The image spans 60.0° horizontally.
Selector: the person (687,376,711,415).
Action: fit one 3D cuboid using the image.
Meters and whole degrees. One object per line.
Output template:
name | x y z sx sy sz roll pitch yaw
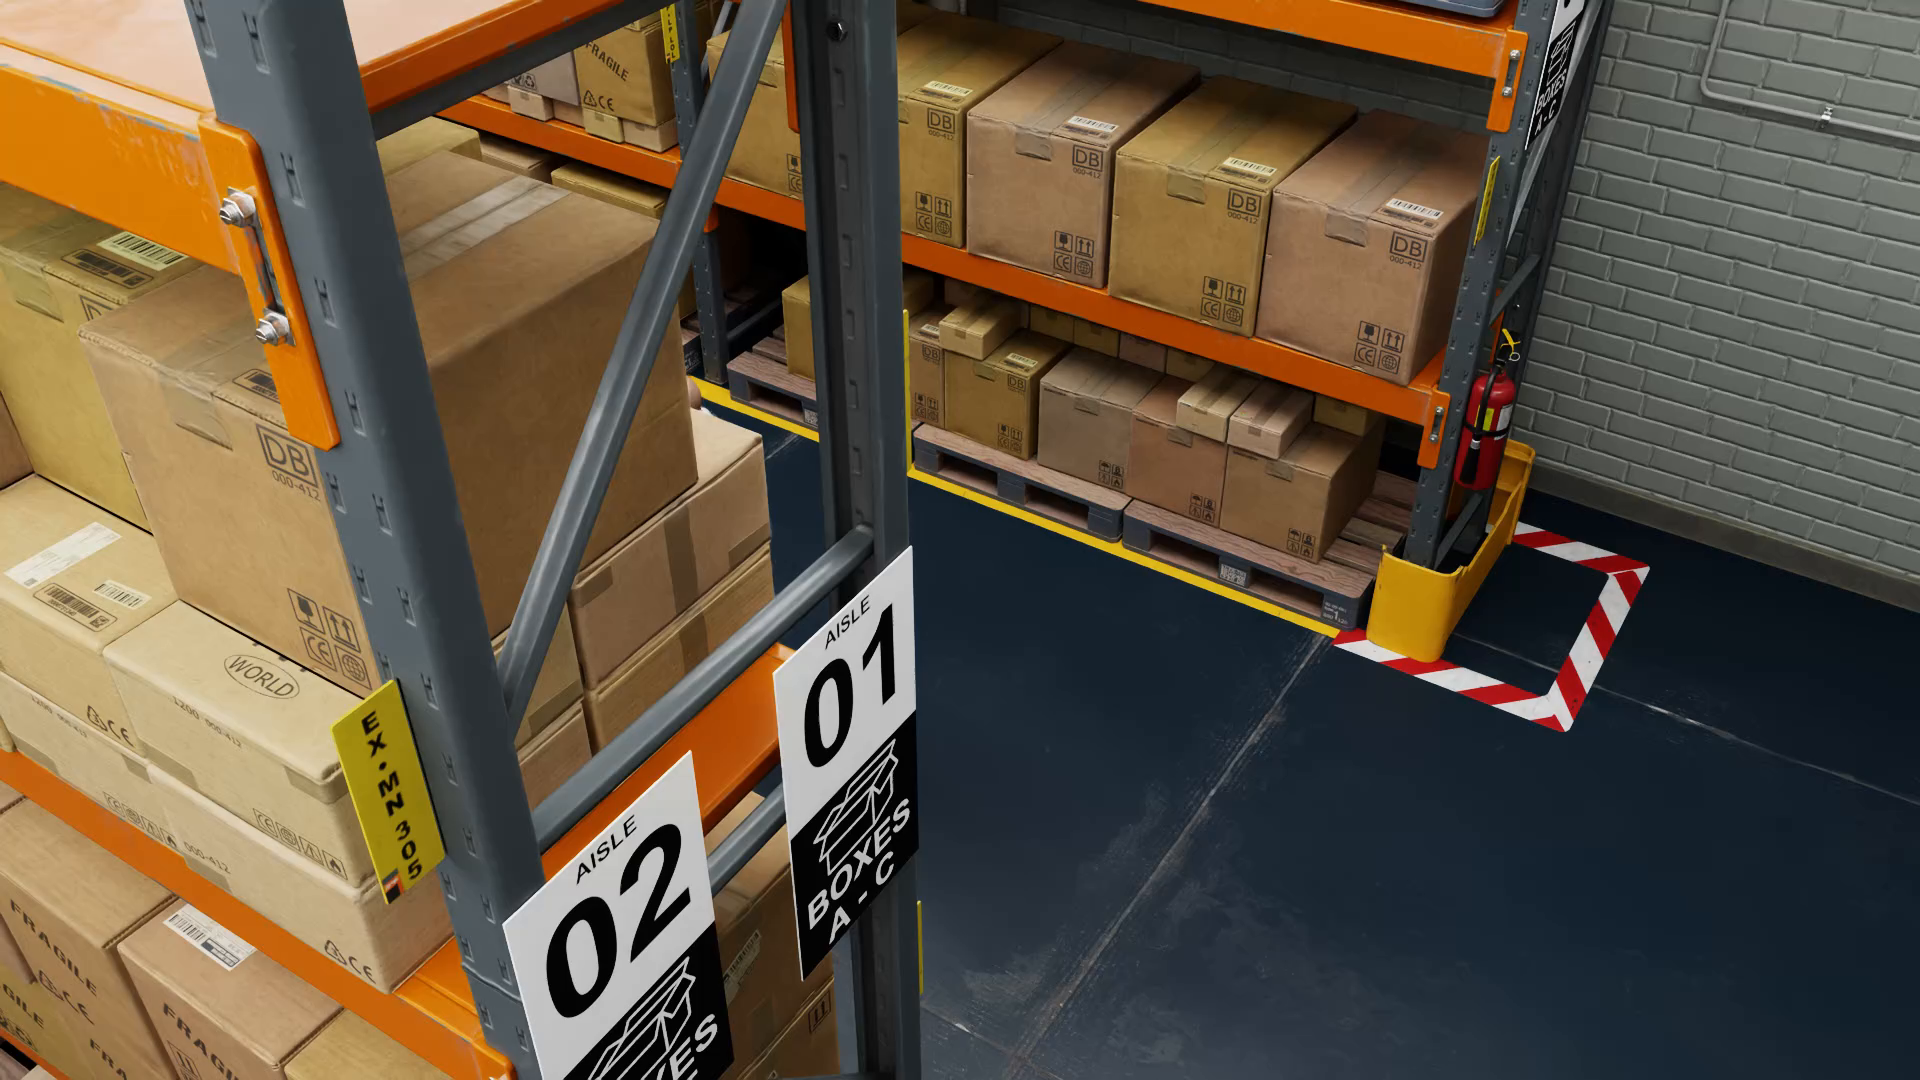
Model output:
person | -1.104 0.100 6.572 0.731 1.786 0.621 -6 38 -7
